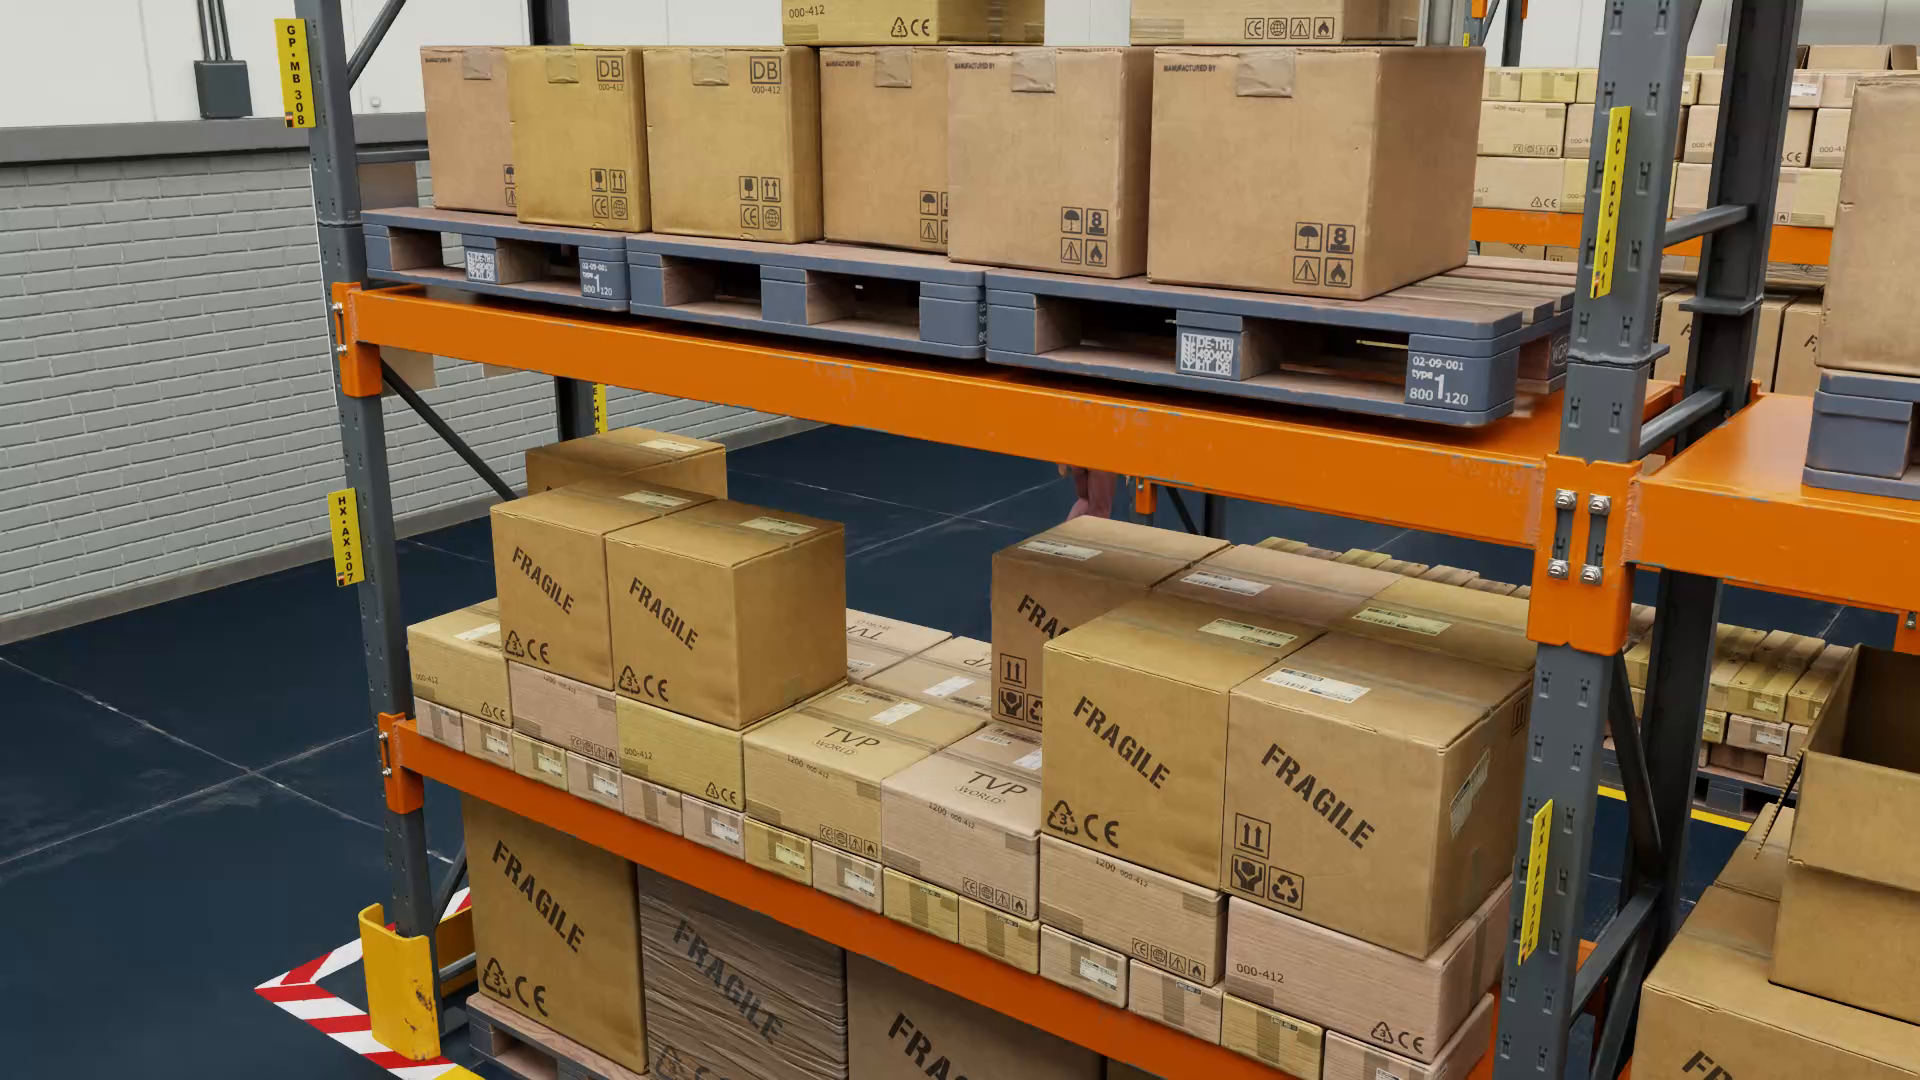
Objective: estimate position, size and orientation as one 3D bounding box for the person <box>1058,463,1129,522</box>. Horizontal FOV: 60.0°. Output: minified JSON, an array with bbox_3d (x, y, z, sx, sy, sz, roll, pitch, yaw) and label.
[{"bbox_3d":[0.908,-0.512,11.198,0.498,1.661,0.467,13,21,38],"label":"person"}]
